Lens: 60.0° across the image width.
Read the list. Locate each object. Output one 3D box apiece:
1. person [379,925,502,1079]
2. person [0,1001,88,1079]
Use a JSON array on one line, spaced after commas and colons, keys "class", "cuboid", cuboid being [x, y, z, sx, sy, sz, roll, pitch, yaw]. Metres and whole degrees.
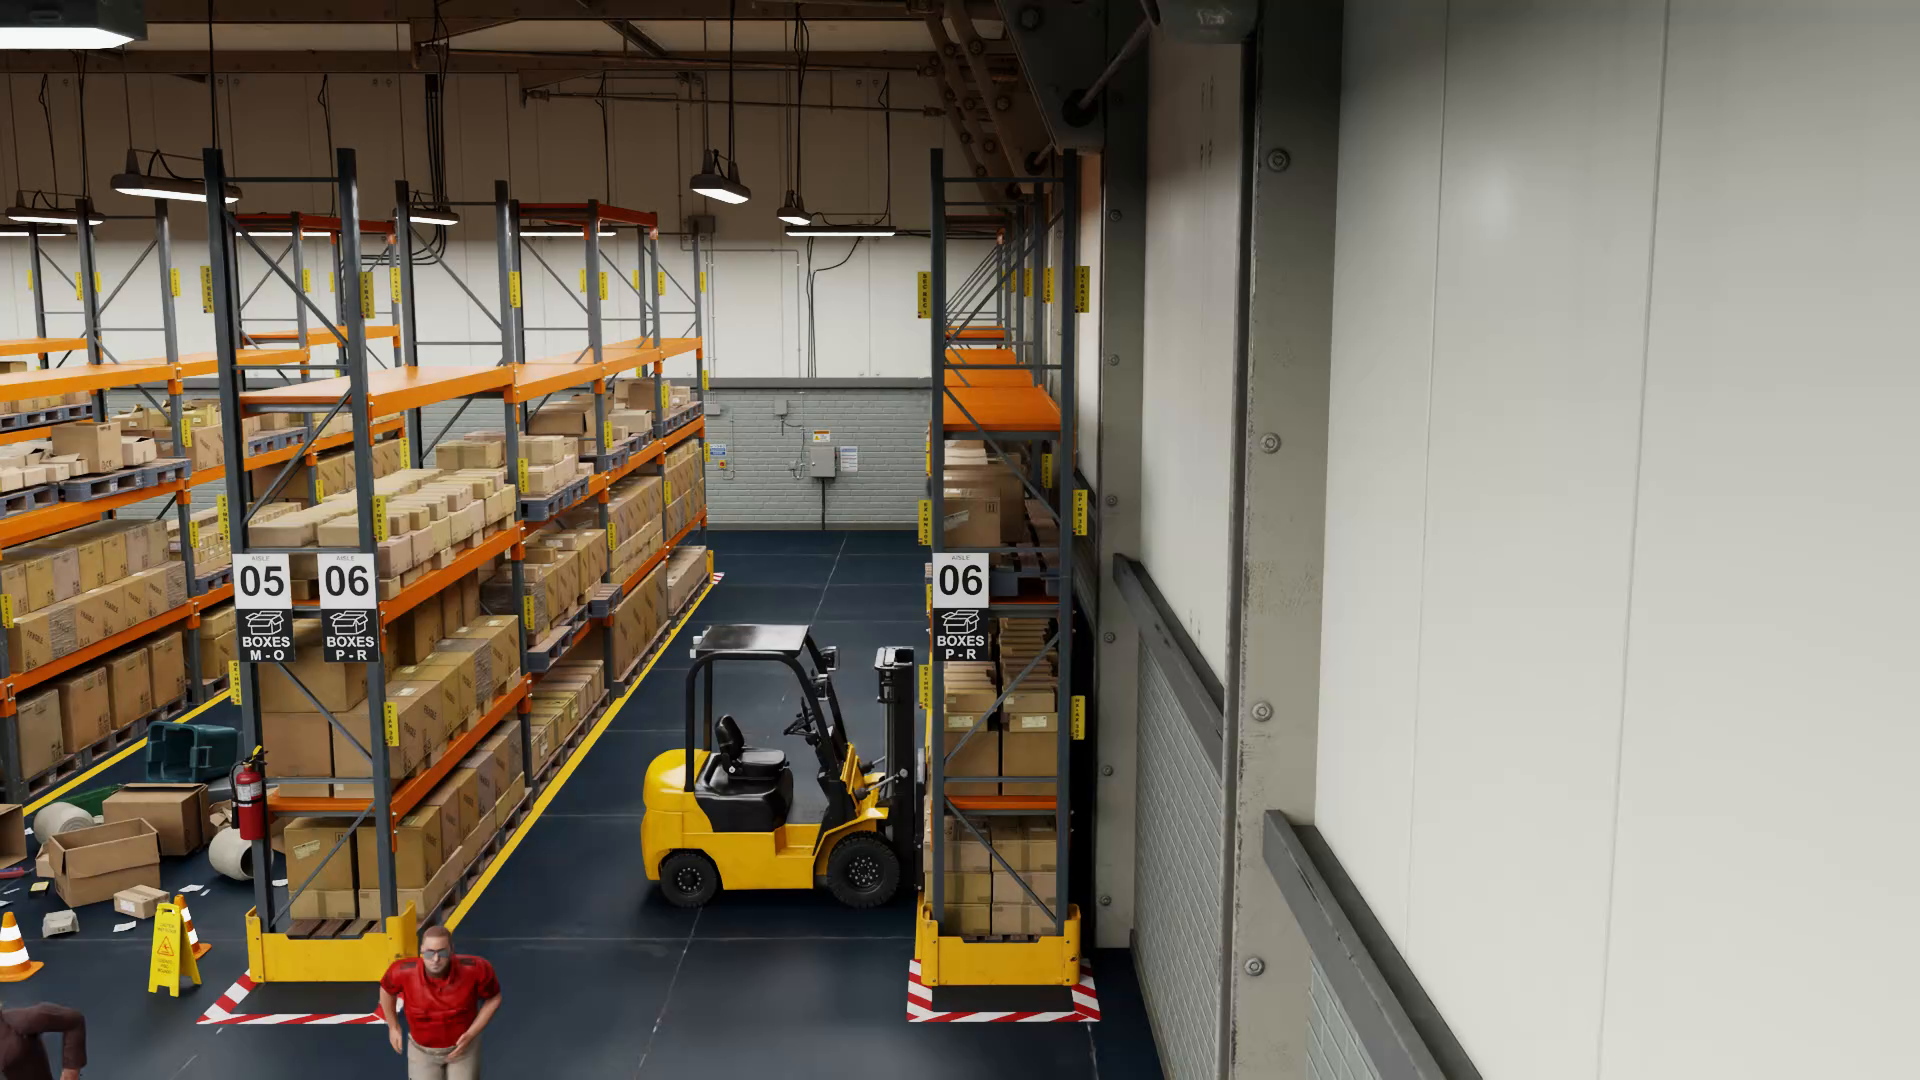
[{"class": "person", "cuboid": [-2.915, 2.894, 9.394, 0.656, 1.663, 0.764, -3, 10, -17]}, {"class": "person", "cuboid": [-5.028, 3.001, 8.853, 0.734, 1.589, 0.889, -2, 9, -15]}]
